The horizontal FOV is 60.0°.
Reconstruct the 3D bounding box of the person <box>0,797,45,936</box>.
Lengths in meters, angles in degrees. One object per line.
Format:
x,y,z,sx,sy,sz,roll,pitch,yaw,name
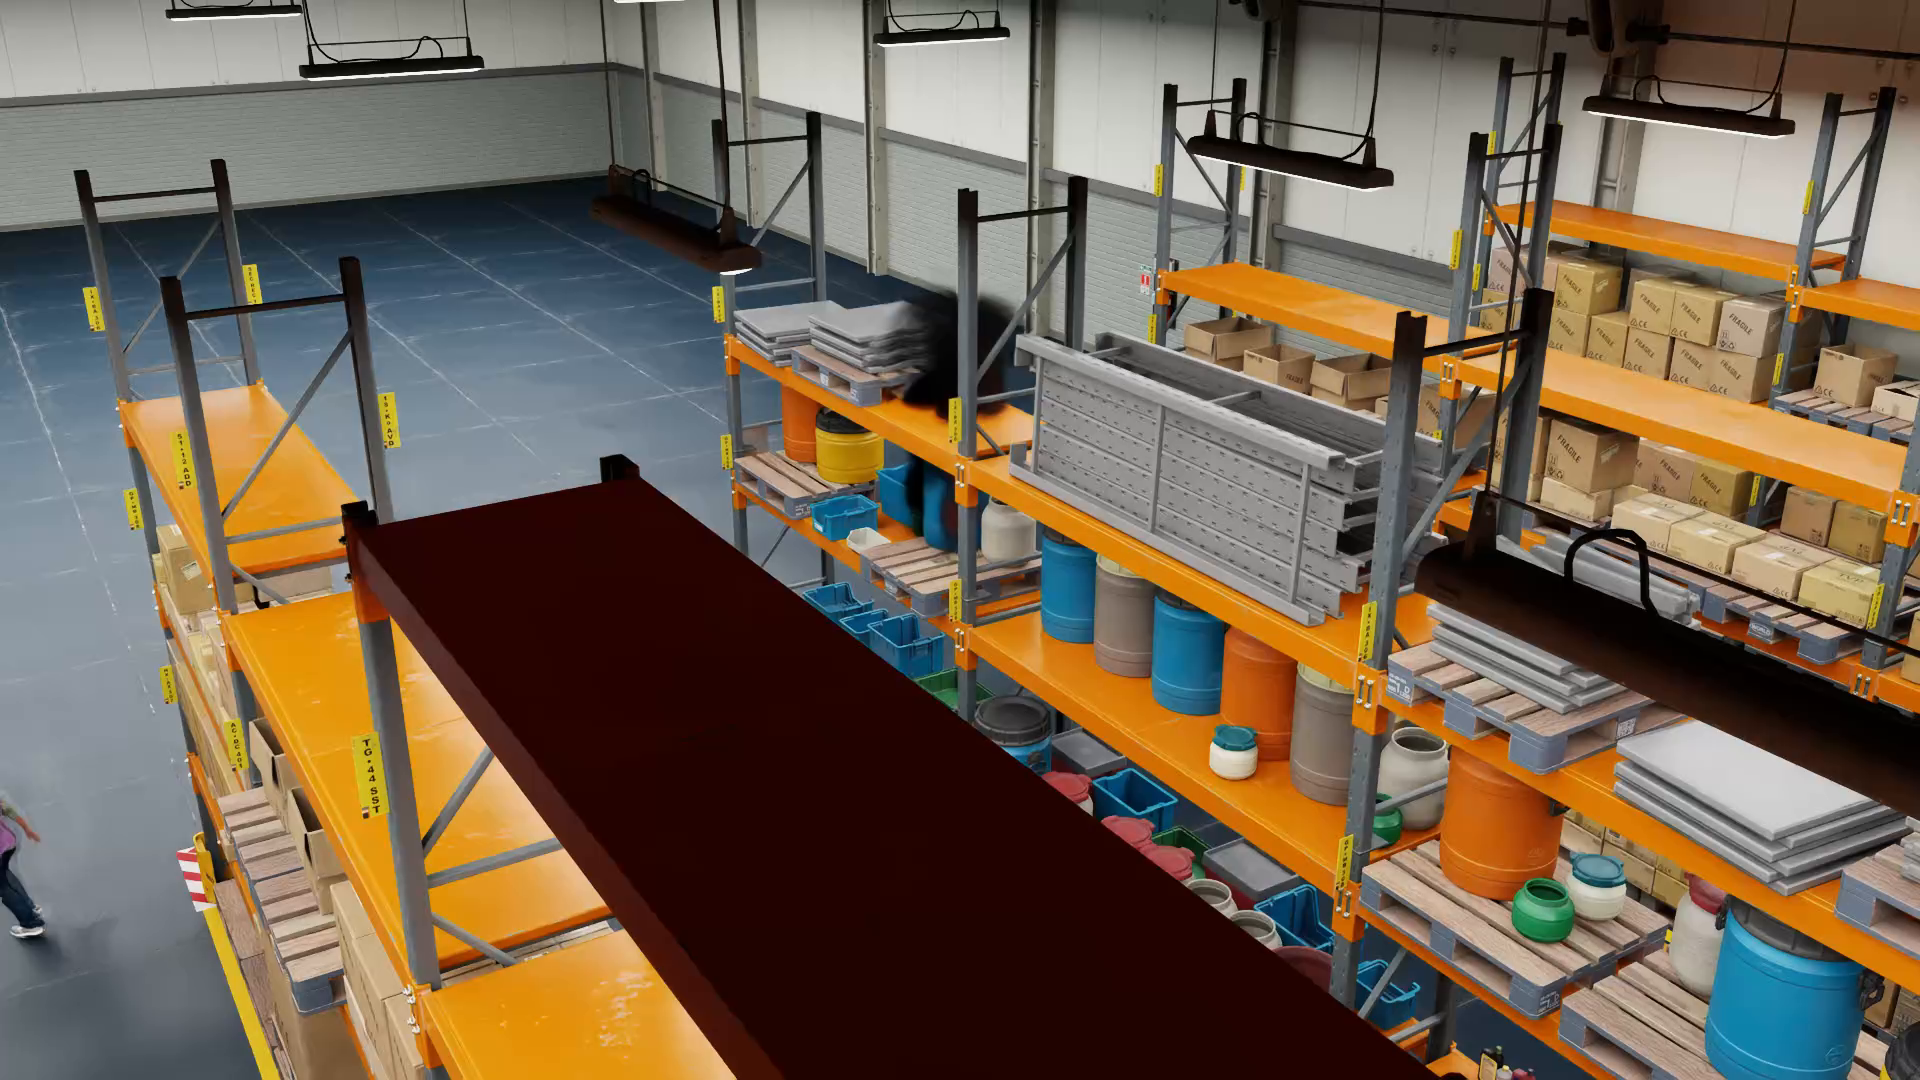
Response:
-7.698,2.470,13.166,0.603,1.547,0.545,5,22,12,person
